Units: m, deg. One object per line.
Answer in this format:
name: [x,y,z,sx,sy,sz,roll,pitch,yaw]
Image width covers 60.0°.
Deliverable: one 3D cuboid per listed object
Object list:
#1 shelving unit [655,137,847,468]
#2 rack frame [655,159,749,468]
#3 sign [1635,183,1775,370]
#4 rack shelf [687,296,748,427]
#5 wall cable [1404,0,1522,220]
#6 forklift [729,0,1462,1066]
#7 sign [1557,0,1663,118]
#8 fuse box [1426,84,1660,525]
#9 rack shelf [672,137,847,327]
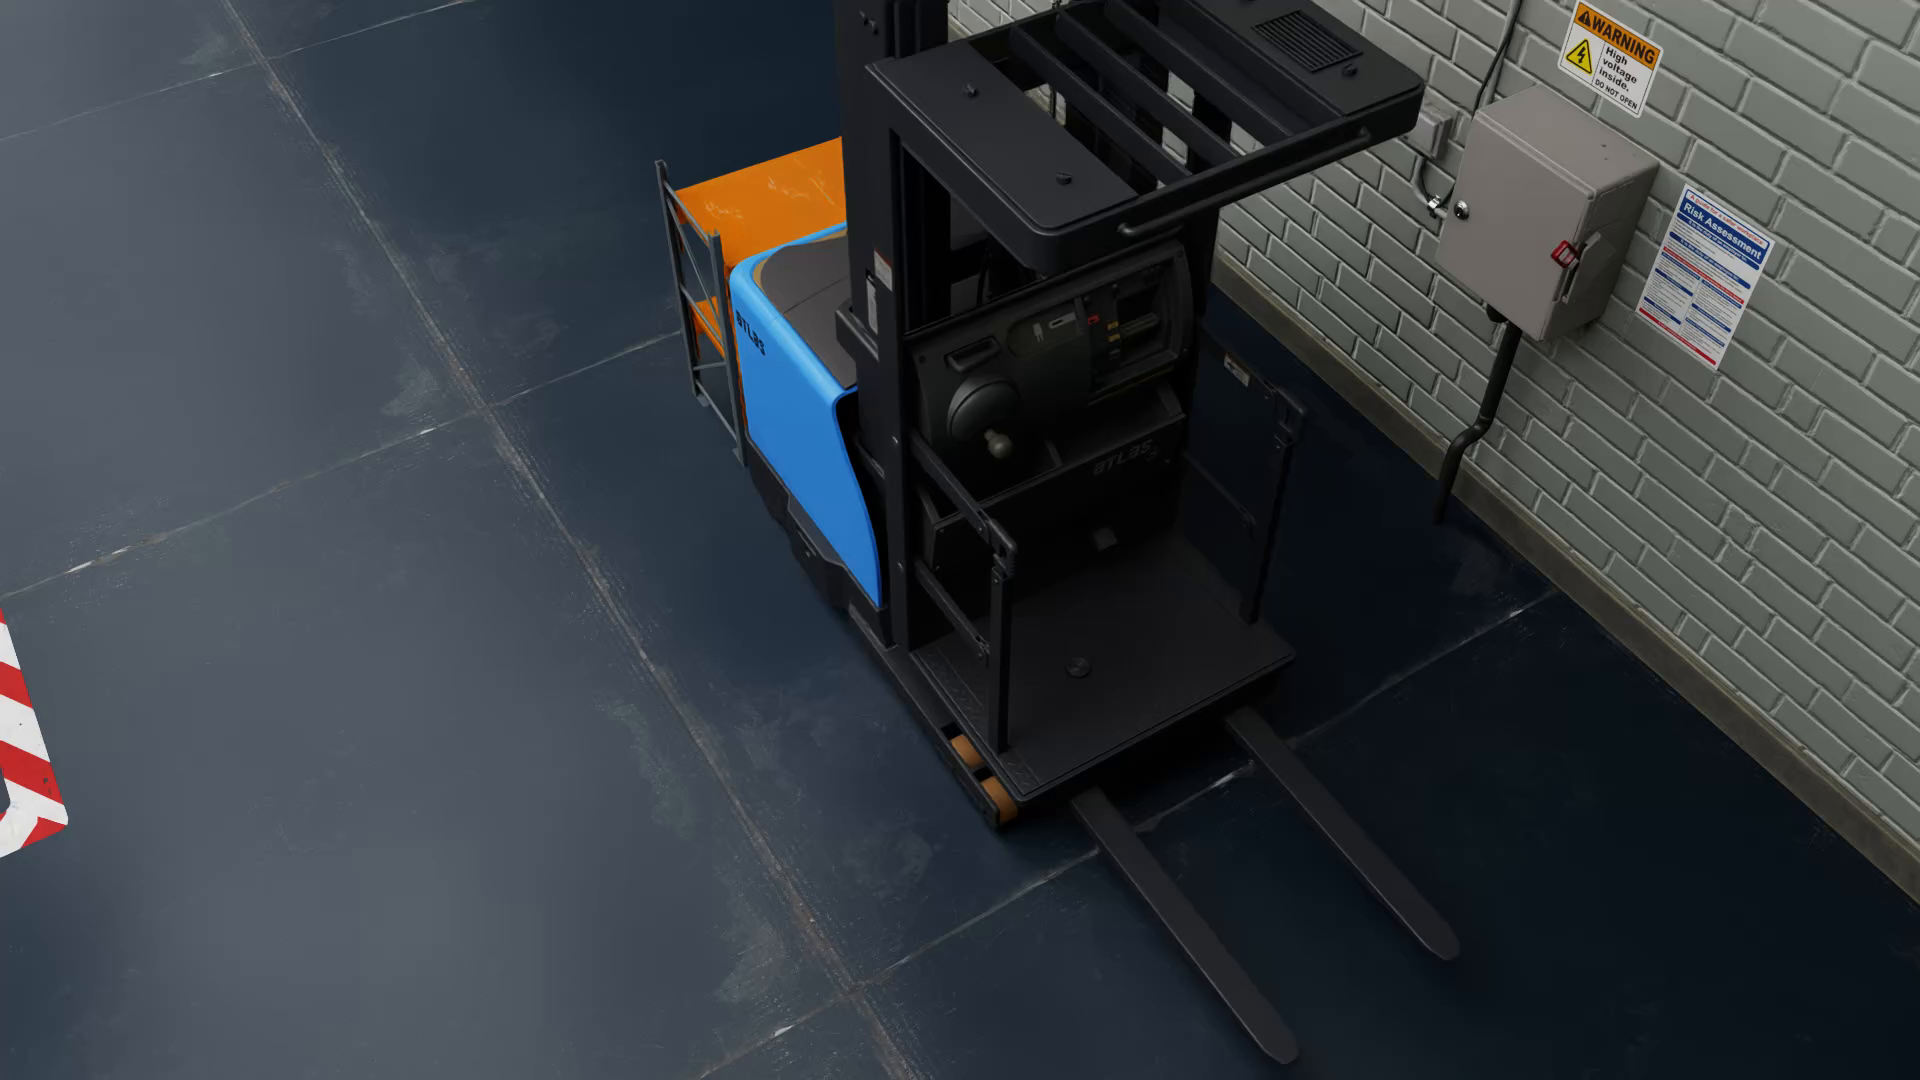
shelving unit: [-0.514,-1.013,6.399,1.048,1.125,0.538,-23,52,-19]
rack frame: [-0.955,-0.823,6.230,0.032,1.125,0.500,-23,52,-19]
sign: [2.232,-0.788,5.007,0.001,0.494,0.329,-25,53,-21]
rack shelf: [-0.514,-0.850,6.581,1.000,0.278,0.538,-23,52,-19]
wall cable: [1.562,-1.881,5.236,0.122,1.984,0.588,-25,53,-21]
forklift: [0.397,-0.450,4.688,1.130,2.935,3.031,-25,53,-20]
sign: [1.939,-1.441,4.972,0.001,0.242,0.339,-25,53,-21]
fuse box: [1.793,-0.620,5.657,0.414,1.711,0.539,-25,53,-21]
rack shelf: [-0.514,-1.207,6.180,1.000,0.278,0.538,-23,52,-19]
